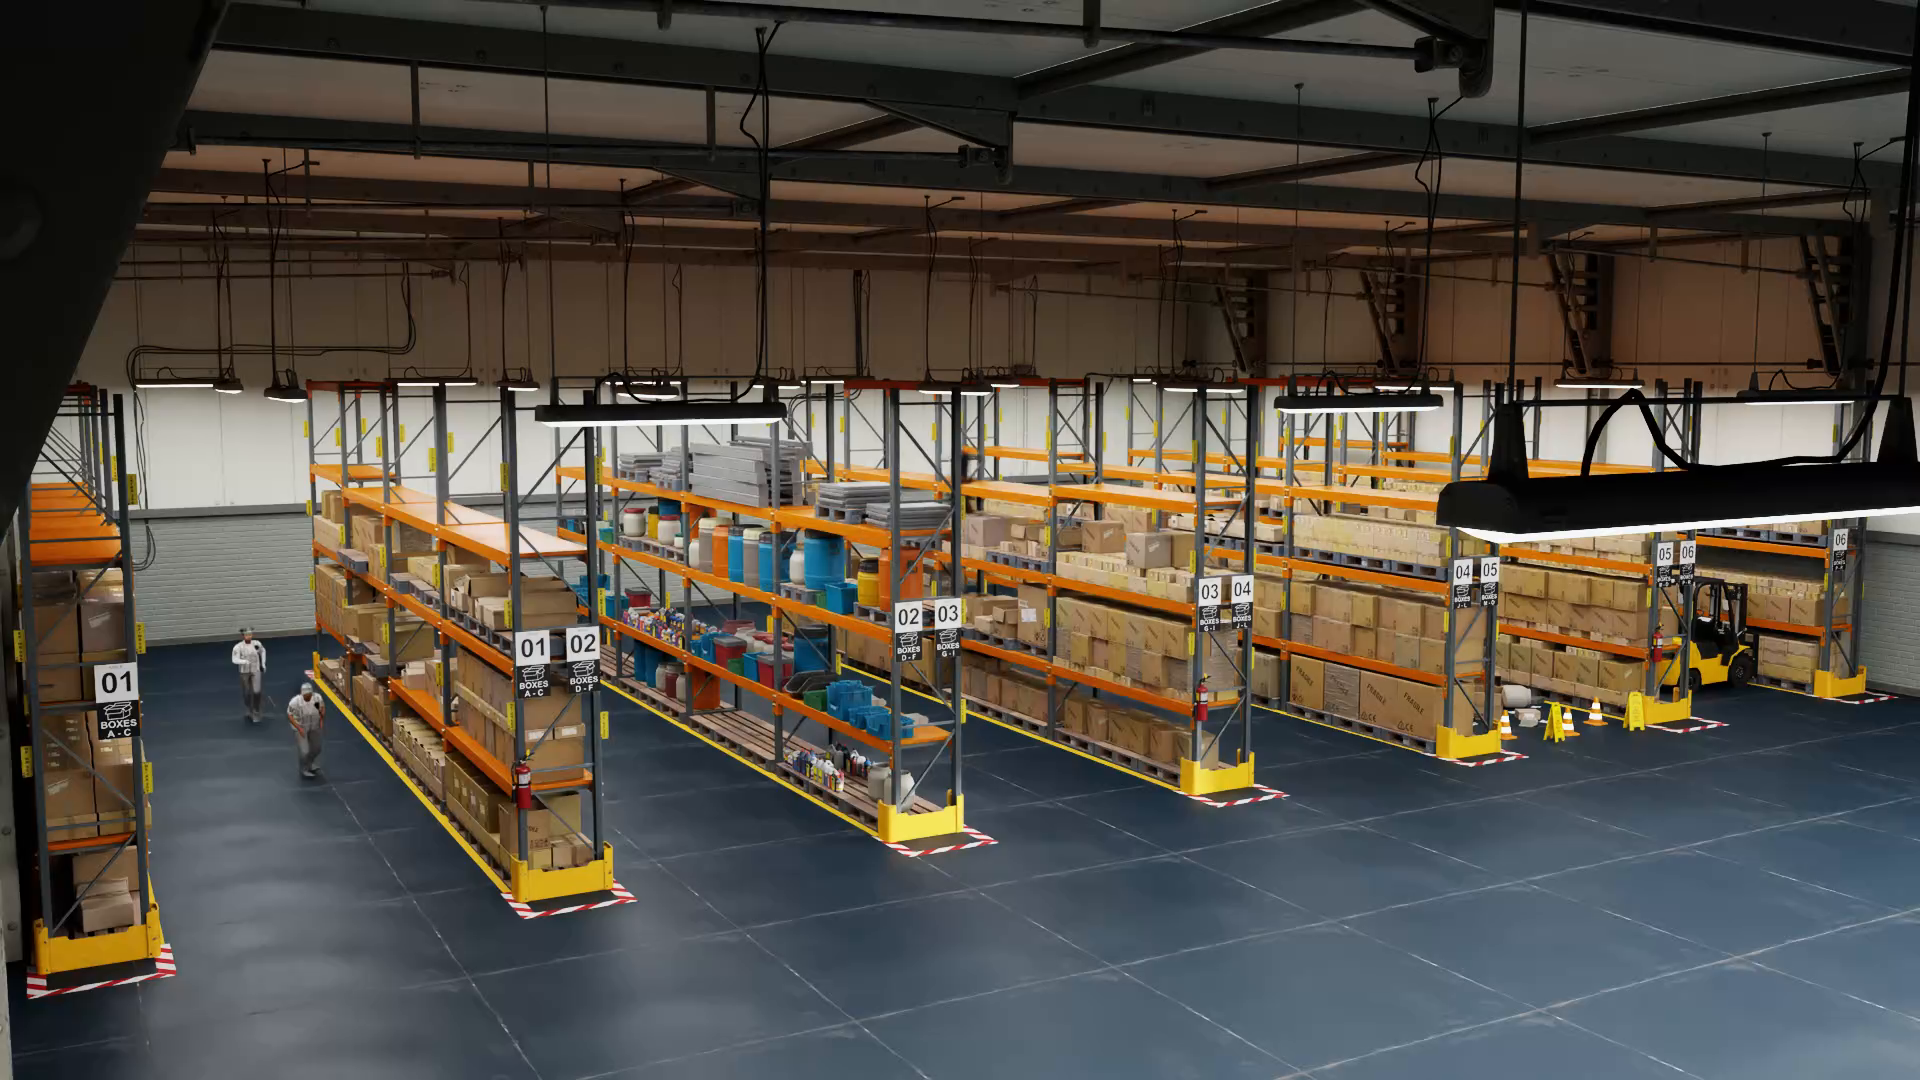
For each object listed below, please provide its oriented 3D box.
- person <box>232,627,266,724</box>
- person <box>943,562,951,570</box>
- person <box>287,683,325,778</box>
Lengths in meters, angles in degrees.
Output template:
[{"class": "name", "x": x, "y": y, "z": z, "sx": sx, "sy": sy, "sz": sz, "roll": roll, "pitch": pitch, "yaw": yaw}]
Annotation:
[{"class": "person", "x": -12.544, "y": 2.378, "z": 29.370, "sx": 0.552, "sy": 1.733, "sz": 0.813, "roll": -3, "pitch": 7, "yaw": -24}, {"class": "person", "x": -0.262, "y": 1.059, "z": 41.522, "sx": 0.695, "sy": 1.810, "sz": 0.754, "roll": 4, "pitch": 7, "yaw": 34}, {"class": "person", "x": -9.997, "y": 2.878, "z": 25.440, "sx": 0.896, "sy": 1.518, "sz": 0.619, "roll": 6, "pitch": 8, "yaw": 42}]
